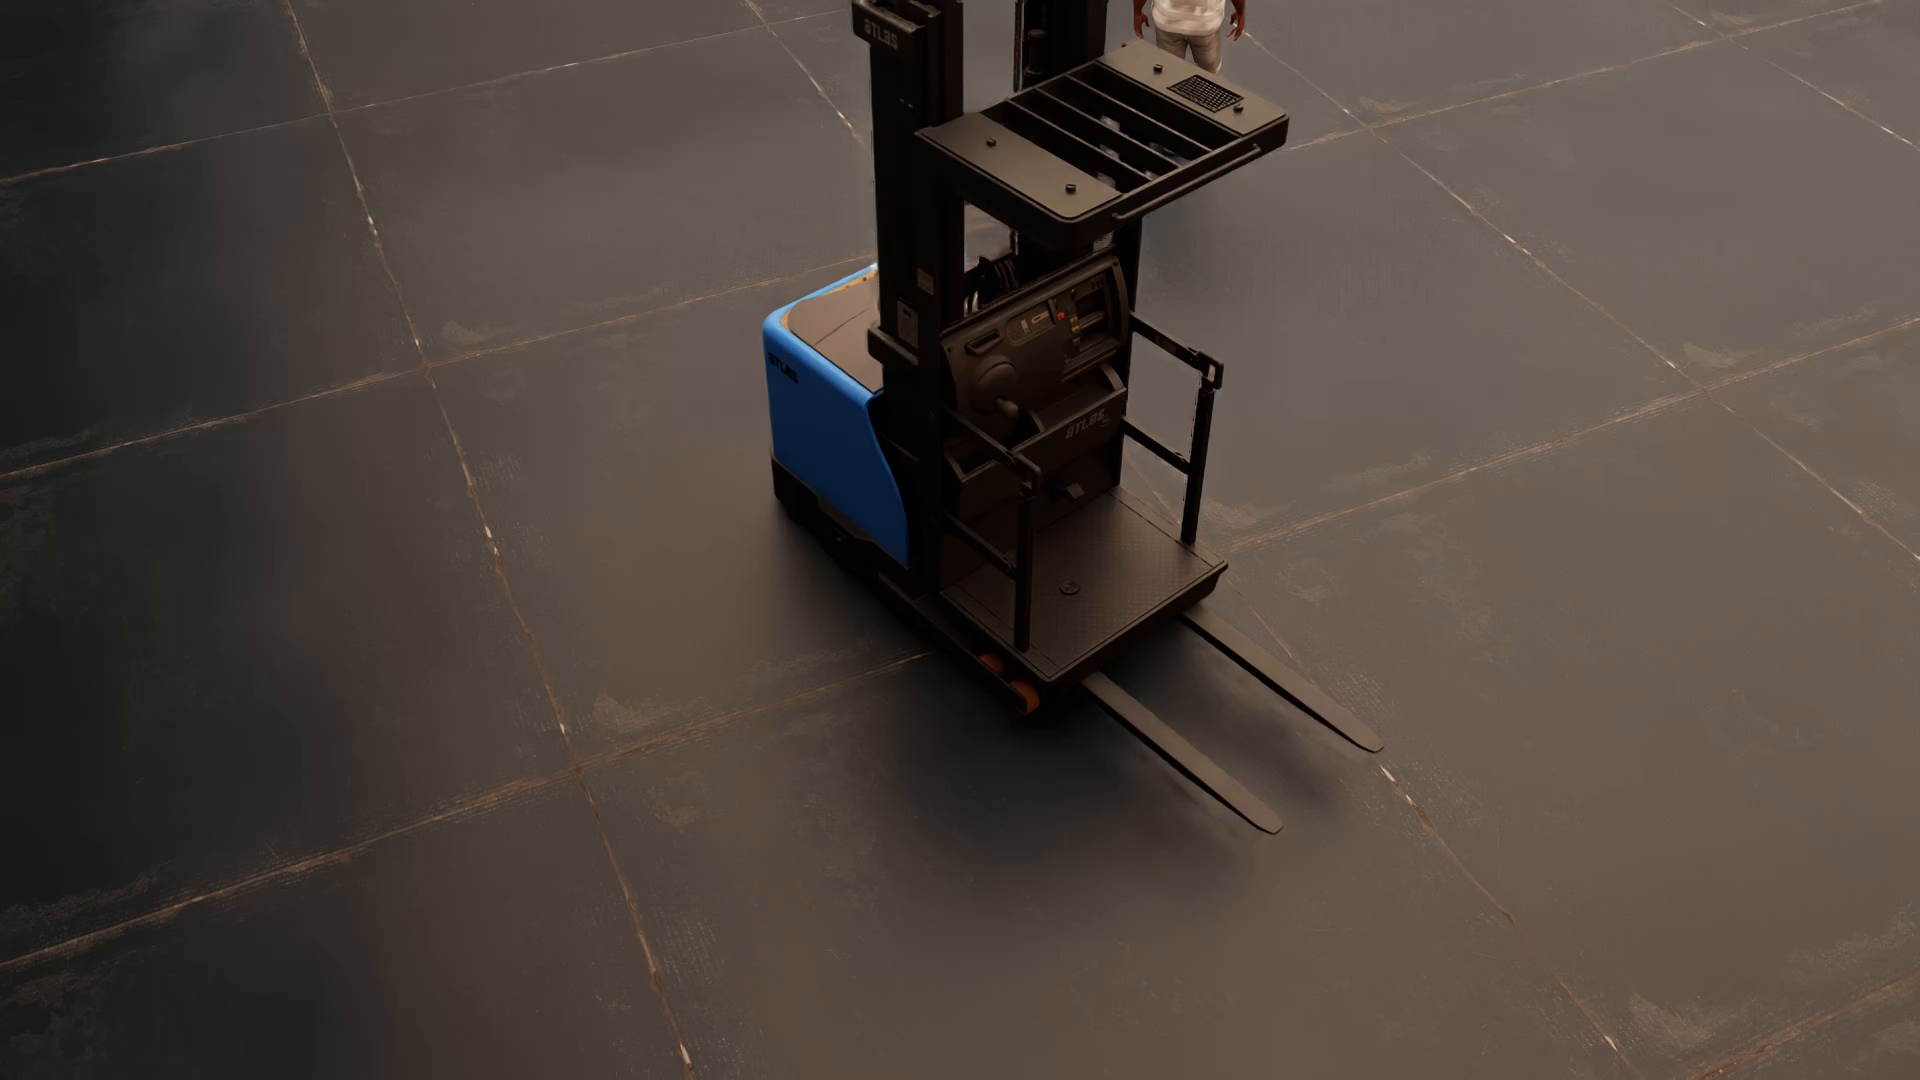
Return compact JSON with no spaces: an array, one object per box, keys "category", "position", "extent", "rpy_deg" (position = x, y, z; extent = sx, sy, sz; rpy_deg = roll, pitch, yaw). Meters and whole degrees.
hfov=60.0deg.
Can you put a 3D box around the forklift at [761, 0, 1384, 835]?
[{"category":"forklift","position":[0.451,-0.721,6.453],"extent":[1.130,2.935,3.031],"rpy_deg":[-31,51,-29]}]

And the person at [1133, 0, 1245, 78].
[{"category":"person","position":[1.348,-3.098,9.800],"extent":[0.665,1.707,0.419],"rpy_deg":[6,43,7]}]
